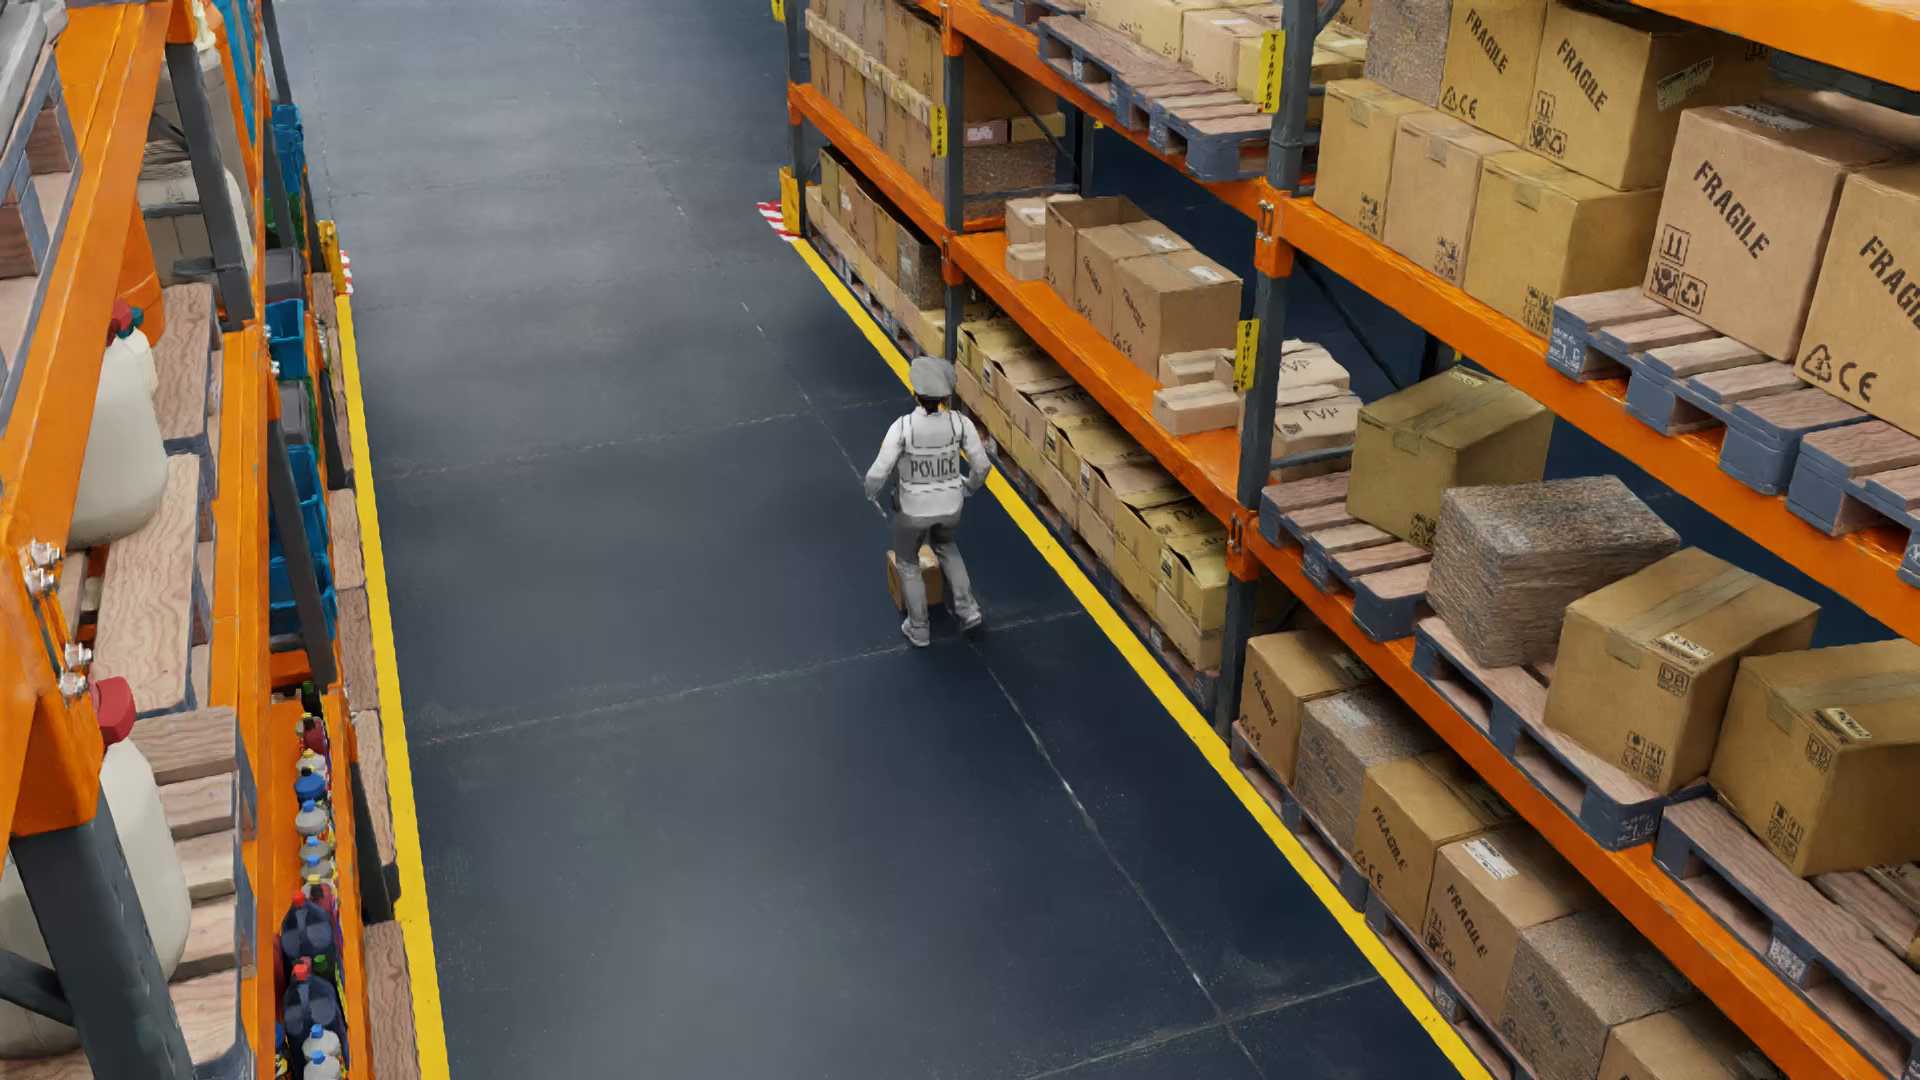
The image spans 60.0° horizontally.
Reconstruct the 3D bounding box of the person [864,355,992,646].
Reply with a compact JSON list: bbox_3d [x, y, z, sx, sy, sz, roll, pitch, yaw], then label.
[{"bbox_3d":[-0.189,-0.190,8.684,0.650,1.680,0.427,-11,32,-18],"label":"person"}]
